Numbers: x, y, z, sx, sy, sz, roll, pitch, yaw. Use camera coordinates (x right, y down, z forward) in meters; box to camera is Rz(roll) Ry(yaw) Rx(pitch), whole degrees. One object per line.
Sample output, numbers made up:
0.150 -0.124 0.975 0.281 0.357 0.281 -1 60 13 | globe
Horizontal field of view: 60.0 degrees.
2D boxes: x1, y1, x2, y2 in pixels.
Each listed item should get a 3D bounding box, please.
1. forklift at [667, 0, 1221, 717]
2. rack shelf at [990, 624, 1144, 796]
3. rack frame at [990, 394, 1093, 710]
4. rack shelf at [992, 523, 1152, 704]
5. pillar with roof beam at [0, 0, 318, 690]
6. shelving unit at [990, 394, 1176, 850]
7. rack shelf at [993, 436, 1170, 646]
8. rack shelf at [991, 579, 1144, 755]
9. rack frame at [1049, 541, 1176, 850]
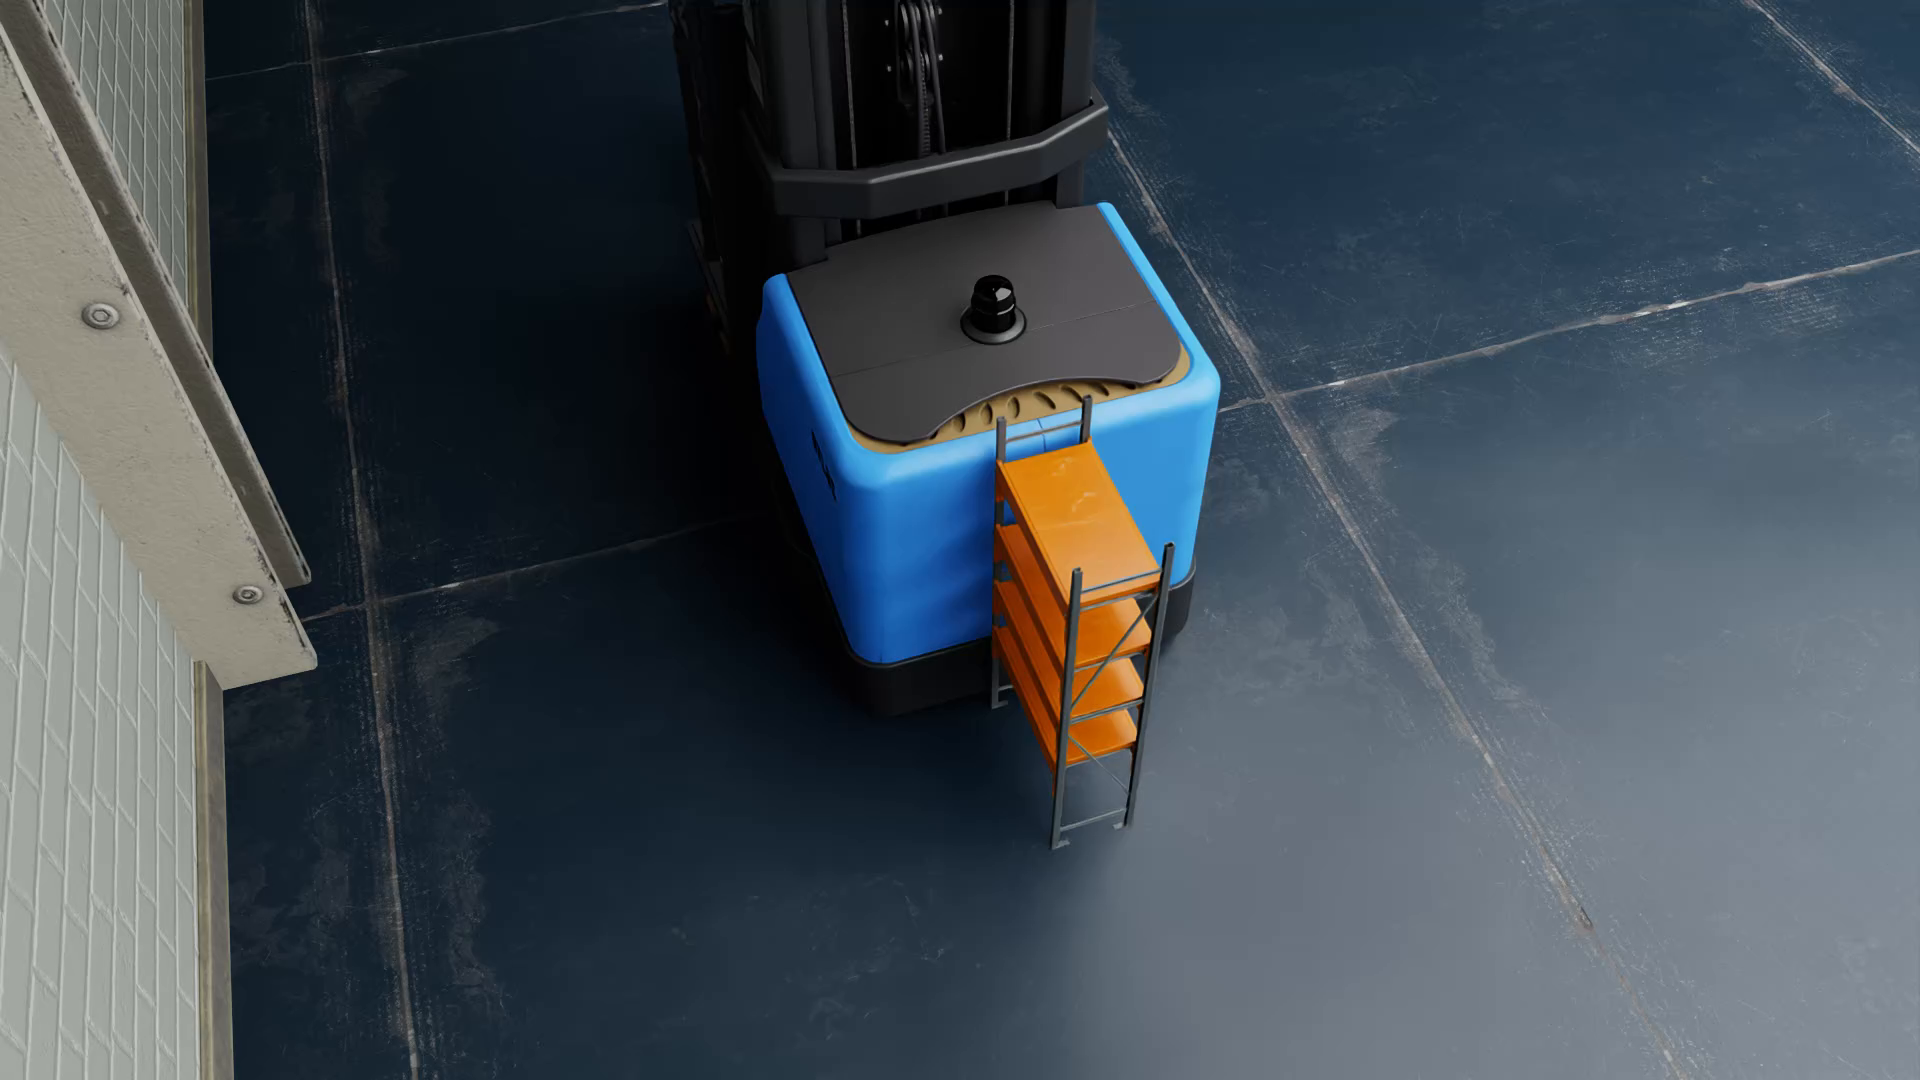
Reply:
-0.277 -1.597 4.679 1.130 2.935 3.031 -15 51 -12 | forklift
0.281 0.419 4.459 0.258 0.148 0.480 -15 51 -12 | rack shelf
0.202 0.072 4.405 0.240 1.200 0.015 -15 51 -12 | rack frame
0.281 0.147 4.136 0.258 0.148 0.480 -15 51 -12 | rack shelf
2.001 -3.605 2.403 9.100 9.000 0.400 -13 51 -11 | pillar with roof beam
0.281 0.248 4.256 0.258 1.200 0.503 -15 51 -12 | shelving unit
0.281 -0.005 3.956 0.258 0.148 0.480 -15 51 -12 | rack shelf
0.281 0.291 4.308 0.258 0.148 0.480 -15 51 -12 | rack shelf
0.361 0.425 4.107 0.240 1.200 0.015 -15 51 -12 | rack frame
